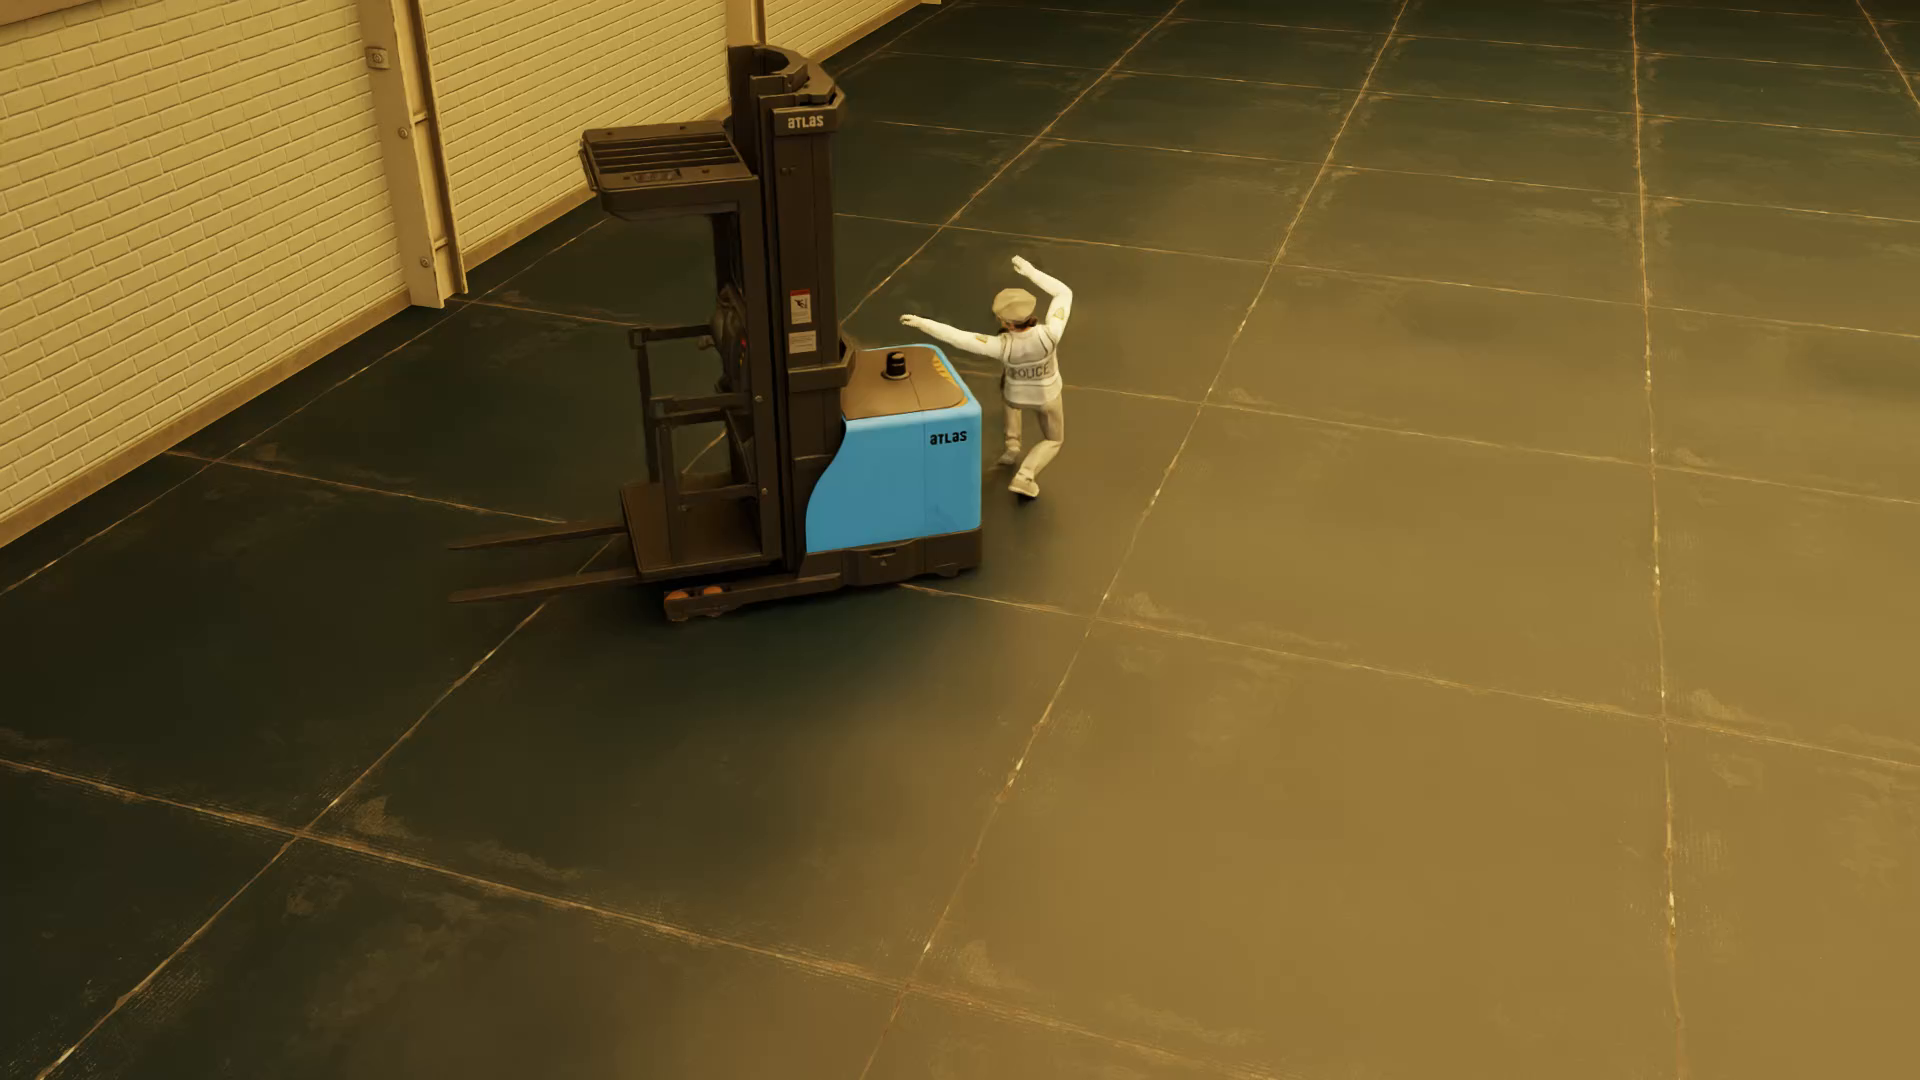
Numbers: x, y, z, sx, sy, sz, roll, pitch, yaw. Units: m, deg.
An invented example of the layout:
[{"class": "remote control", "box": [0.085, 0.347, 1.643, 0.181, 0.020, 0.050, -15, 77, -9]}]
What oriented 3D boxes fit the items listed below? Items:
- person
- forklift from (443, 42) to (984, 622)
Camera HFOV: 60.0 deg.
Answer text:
[{"class": "person", "box": [0.177, -1.044, 10.445, 1.015, 1.522, 0.826, 6, 30, 10]}, {"class": "forklift", "box": [-1.437, -1.108, 9.081, 3.031, 2.935, 1.130, -8, 31, -14]}]
